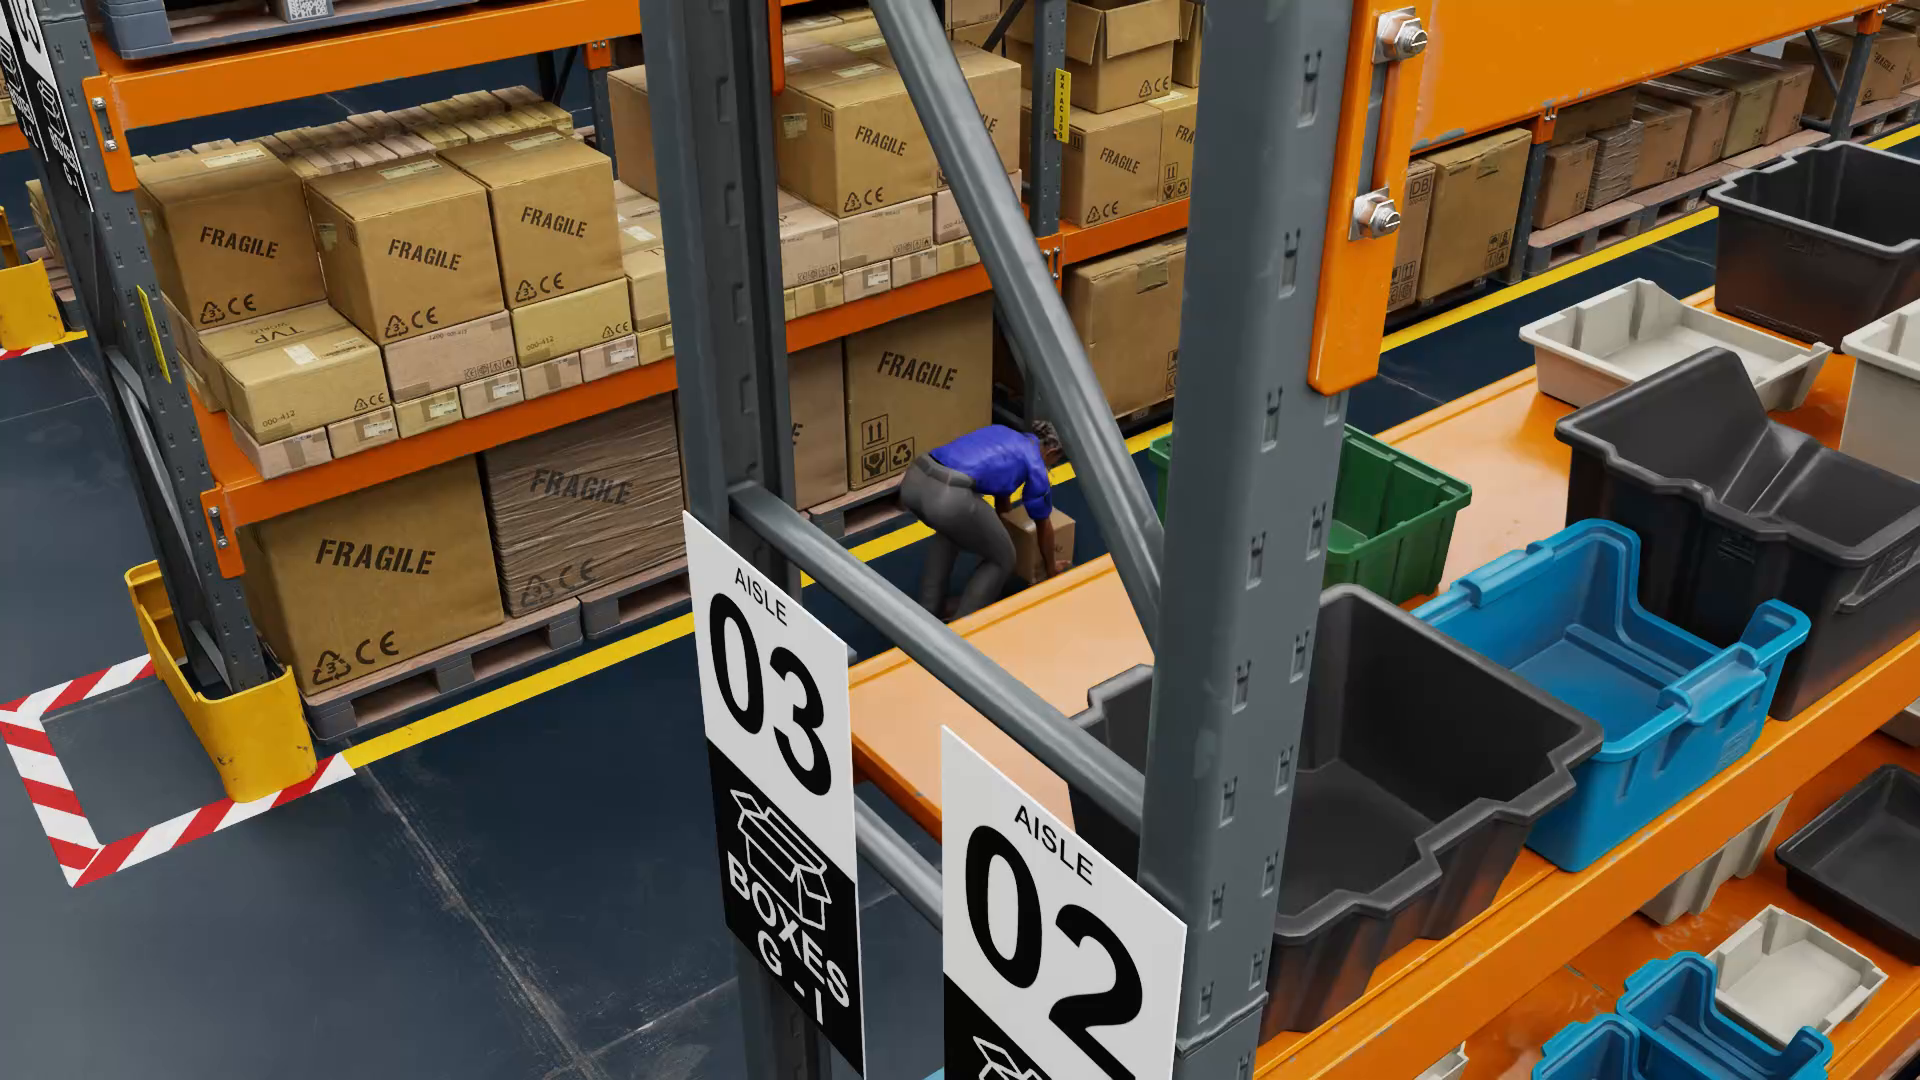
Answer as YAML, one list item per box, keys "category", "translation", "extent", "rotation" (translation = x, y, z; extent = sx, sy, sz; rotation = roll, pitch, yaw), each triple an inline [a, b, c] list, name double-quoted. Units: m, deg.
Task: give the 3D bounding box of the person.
- category: "person"
  translation: [0.138, -0.055, 7.390]
  extent: [0.876, 0.954, 0.445]
  rotation: [-24, 40, -33]
